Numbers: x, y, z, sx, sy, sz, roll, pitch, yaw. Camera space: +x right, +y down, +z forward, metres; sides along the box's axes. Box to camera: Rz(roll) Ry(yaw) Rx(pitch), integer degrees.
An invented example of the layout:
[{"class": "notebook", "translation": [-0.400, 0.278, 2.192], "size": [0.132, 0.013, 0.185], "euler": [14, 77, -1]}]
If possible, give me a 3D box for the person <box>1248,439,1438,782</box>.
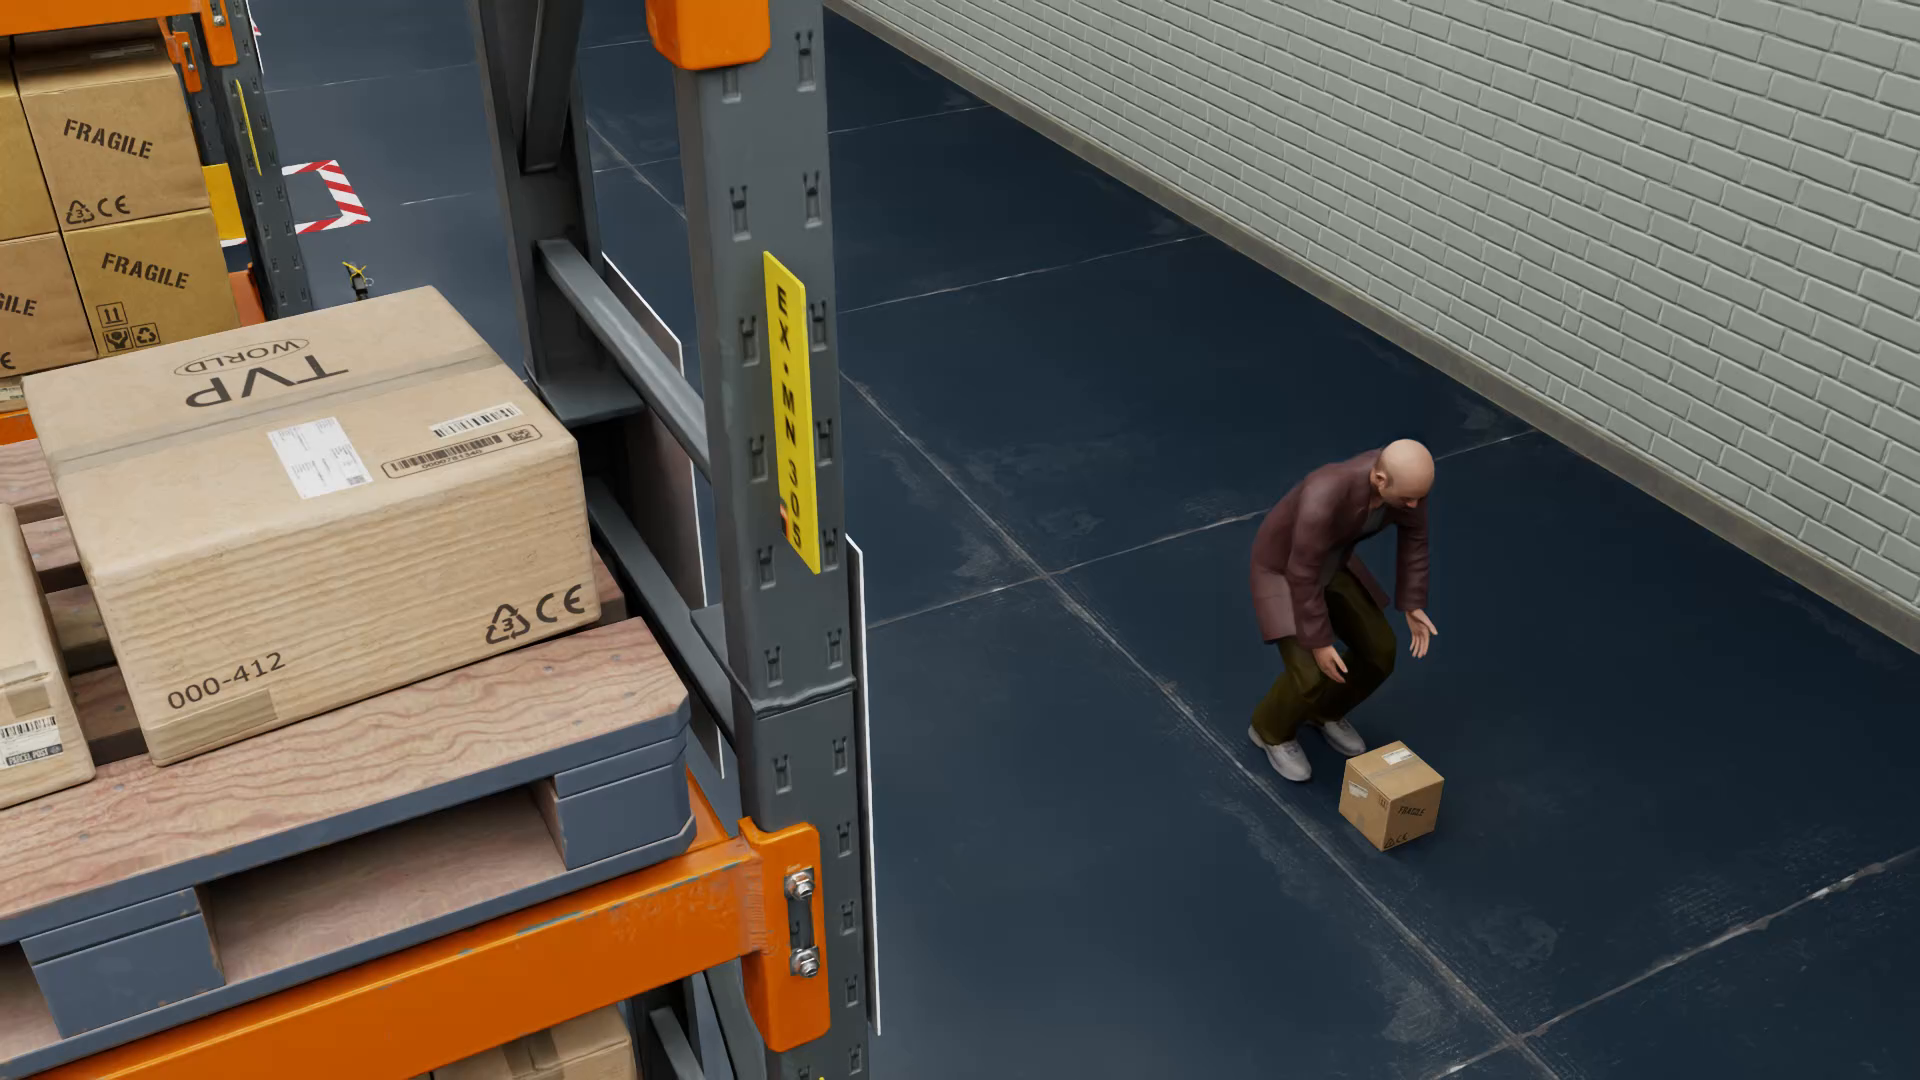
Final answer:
[{"class": "person", "translation": [1.394, 0.186, 6.141], "size": [0.628, 1.482, 0.681], "euler": [-16, 36, -23]}]
